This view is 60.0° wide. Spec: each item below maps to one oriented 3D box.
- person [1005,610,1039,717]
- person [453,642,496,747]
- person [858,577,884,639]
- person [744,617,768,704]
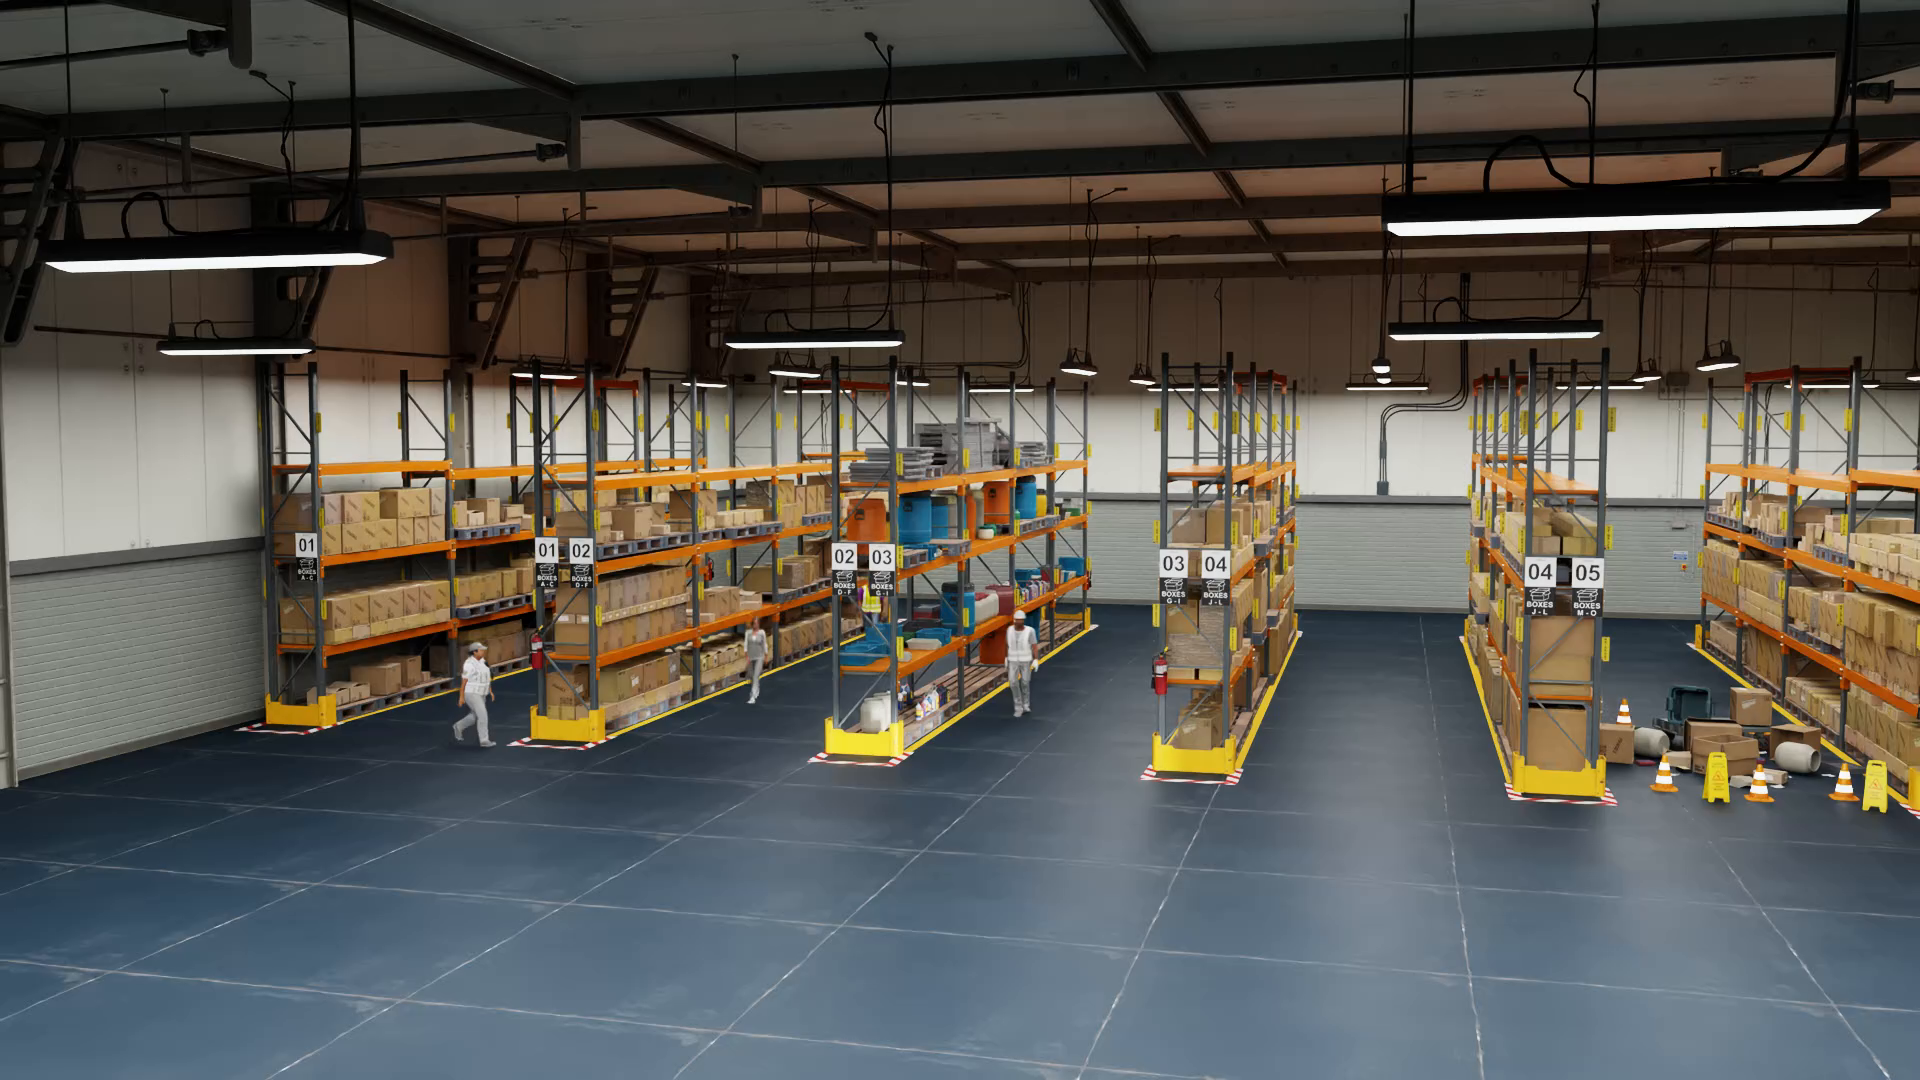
[{"bbox_3d":[1.056,2.129,28.564,0.639,1.850,0.581,1,4,13],"label":"person"},{"bbox_3d":[-7.554,2.376,25.794,0.960,1.604,0.542,2,4,22],"label":"person"},{"bbox_3d":[-1.949,1.579,36.249,0.549,1.728,1.036,0,4,6],"label":"person"},{"bbox_3d":[-3.681,2.133,29.846,0.404,1.519,0.964,0,4,5],"label":"person"}]
